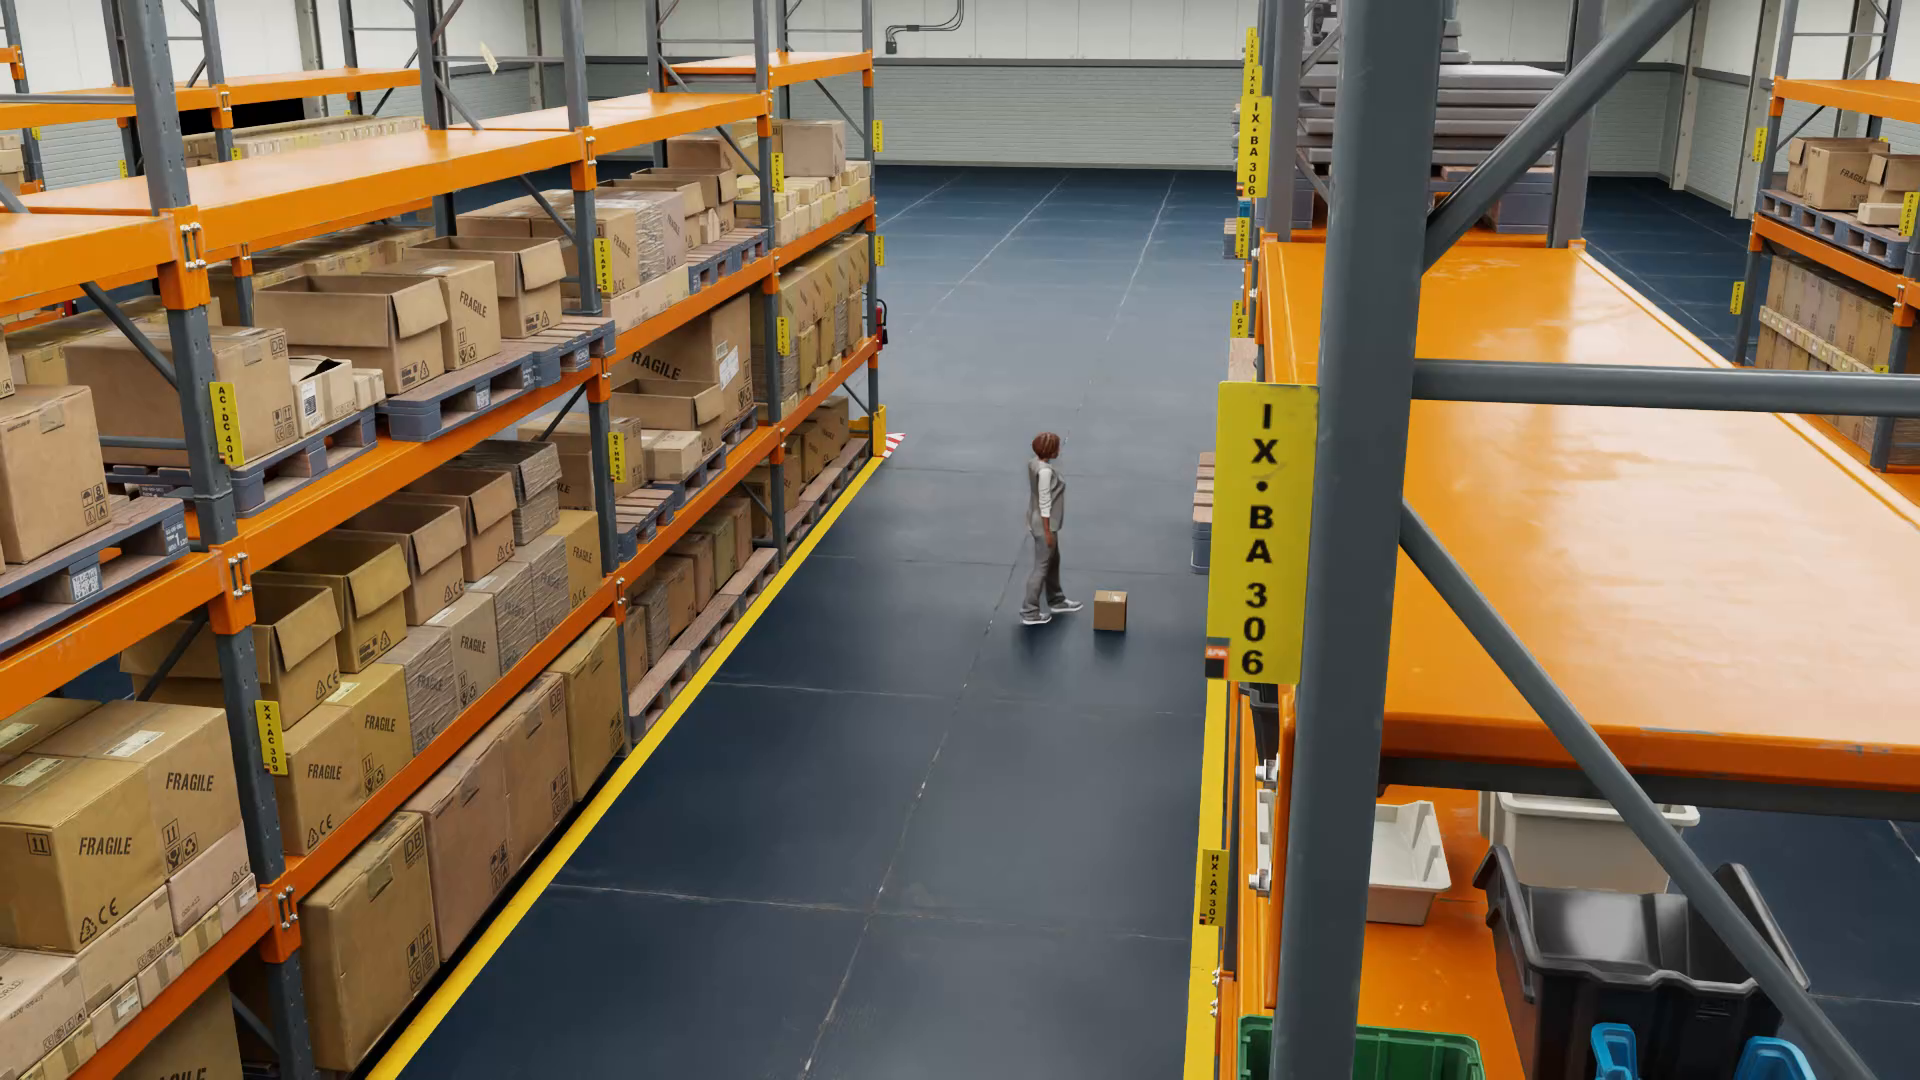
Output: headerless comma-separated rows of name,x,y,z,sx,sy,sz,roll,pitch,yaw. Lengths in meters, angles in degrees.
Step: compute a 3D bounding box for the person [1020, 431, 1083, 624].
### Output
person,0.755,-0.102,13.394,0.583,1.585,0.424,-3,18,-9
